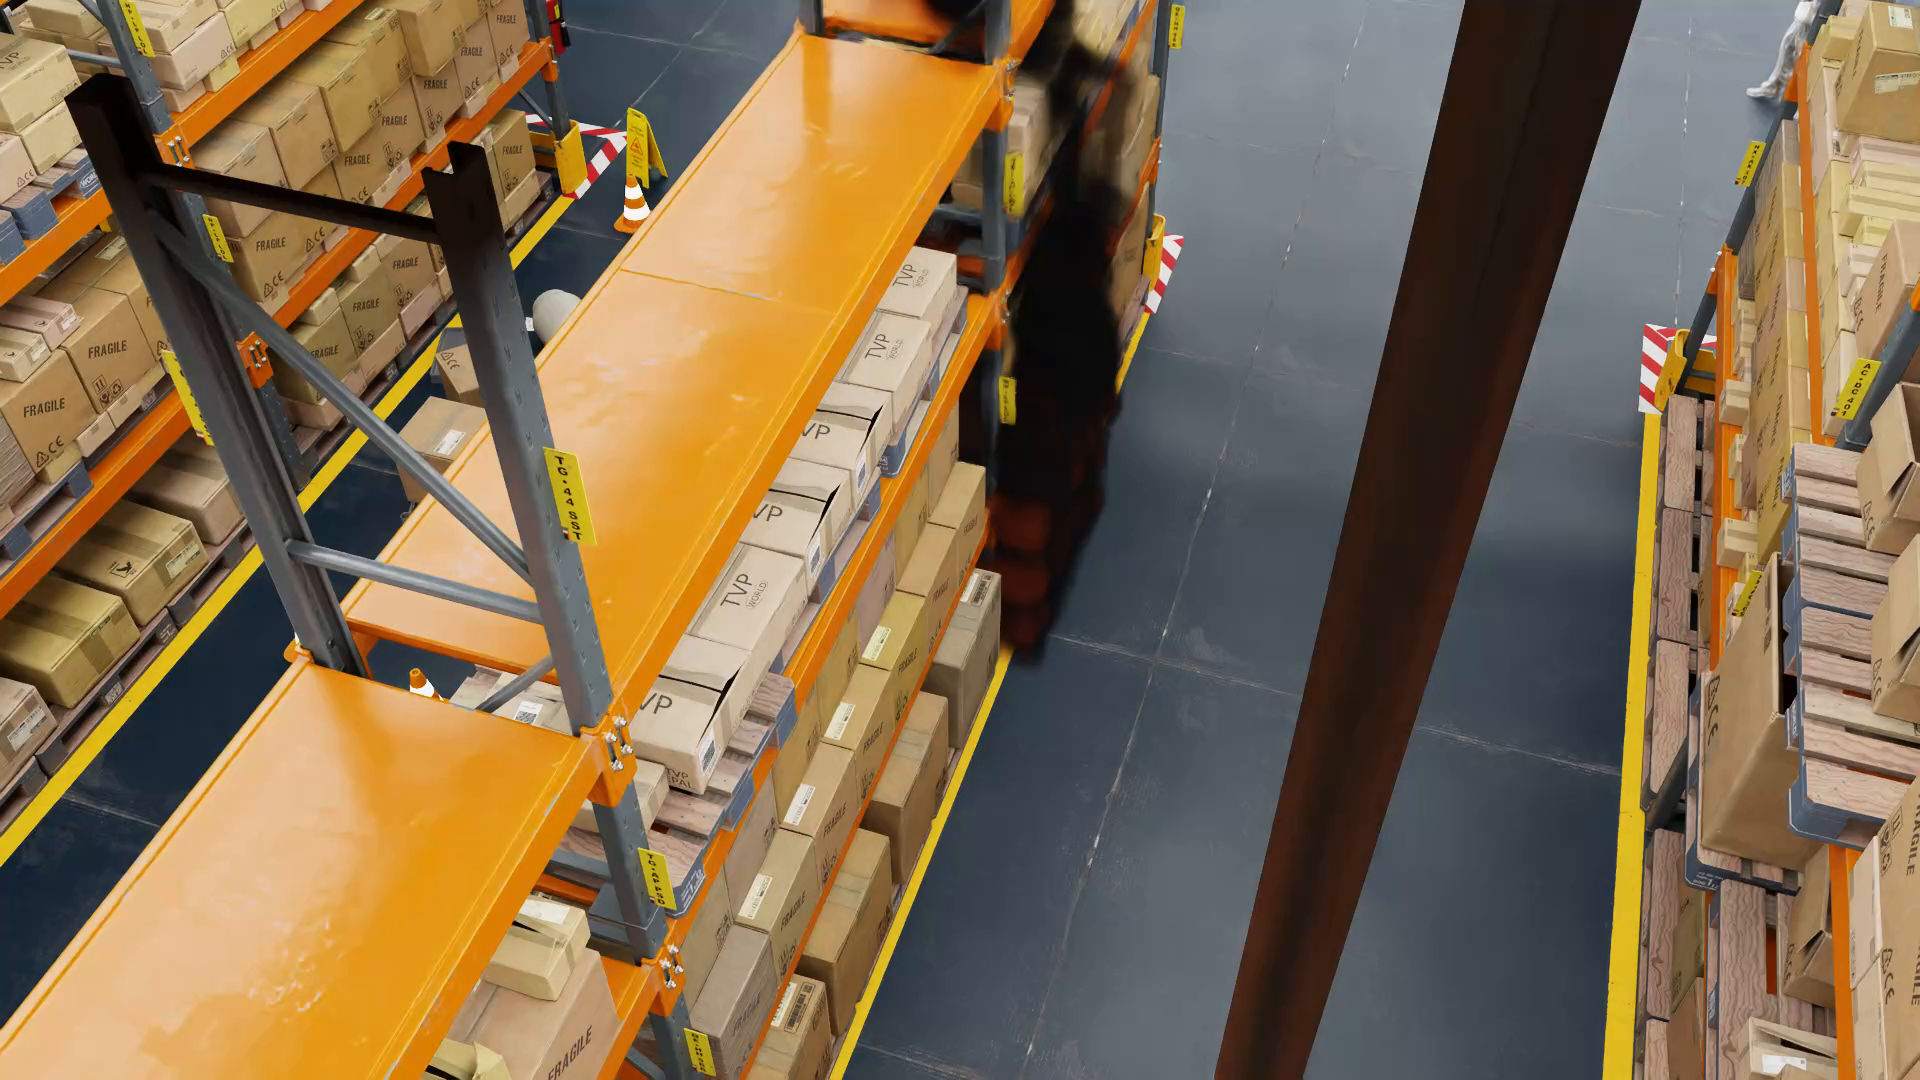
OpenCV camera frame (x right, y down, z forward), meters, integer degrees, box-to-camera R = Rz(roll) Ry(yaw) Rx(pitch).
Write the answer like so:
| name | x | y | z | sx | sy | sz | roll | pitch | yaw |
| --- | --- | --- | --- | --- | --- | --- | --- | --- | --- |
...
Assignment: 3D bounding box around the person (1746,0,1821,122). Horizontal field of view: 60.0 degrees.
| name | x | y | z | sx | sy | sz | roll | pitch | yaw |
| --- | --- | --- | --- | --- | --- | --- | --- | --- | --- |
| person | 7.320 | -4.427 | 14.186 | 0.662 | 1.820 | 0.824 | -31 | 53 | -27 |
